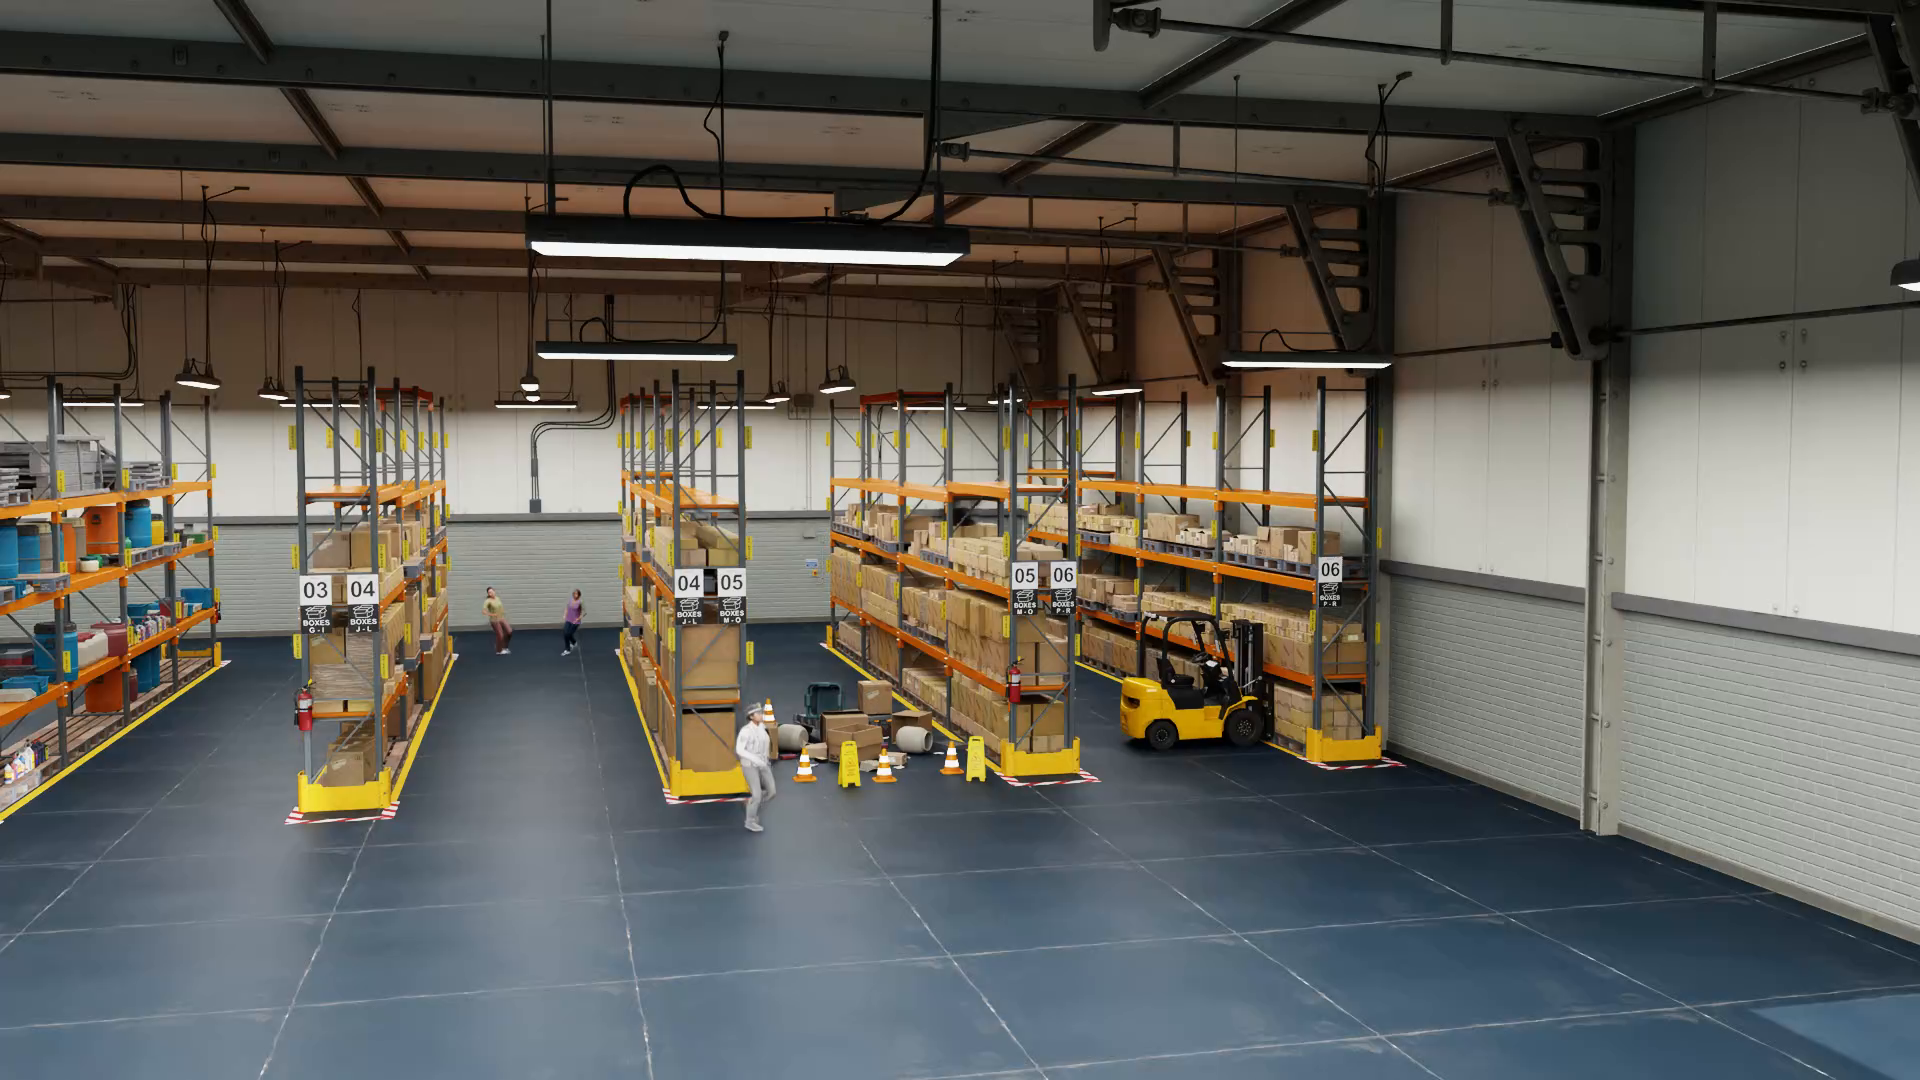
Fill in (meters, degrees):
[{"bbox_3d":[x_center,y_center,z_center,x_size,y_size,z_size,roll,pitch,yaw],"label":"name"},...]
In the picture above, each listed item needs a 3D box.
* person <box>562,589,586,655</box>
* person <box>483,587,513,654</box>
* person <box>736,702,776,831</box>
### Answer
[{"bbox_3d":[-9.041,1.923,38.993,0.576,1.541,0.497,1,4,16],"label":"person"},{"bbox_3d":[-10.755,1.881,38.688,0.514,1.599,0.652,2,4,33],"label":"person"},{"bbox_3d":[-2.600,2.900,21.304,0.518,1.661,0.638,2,4,35],"label":"person"}]
